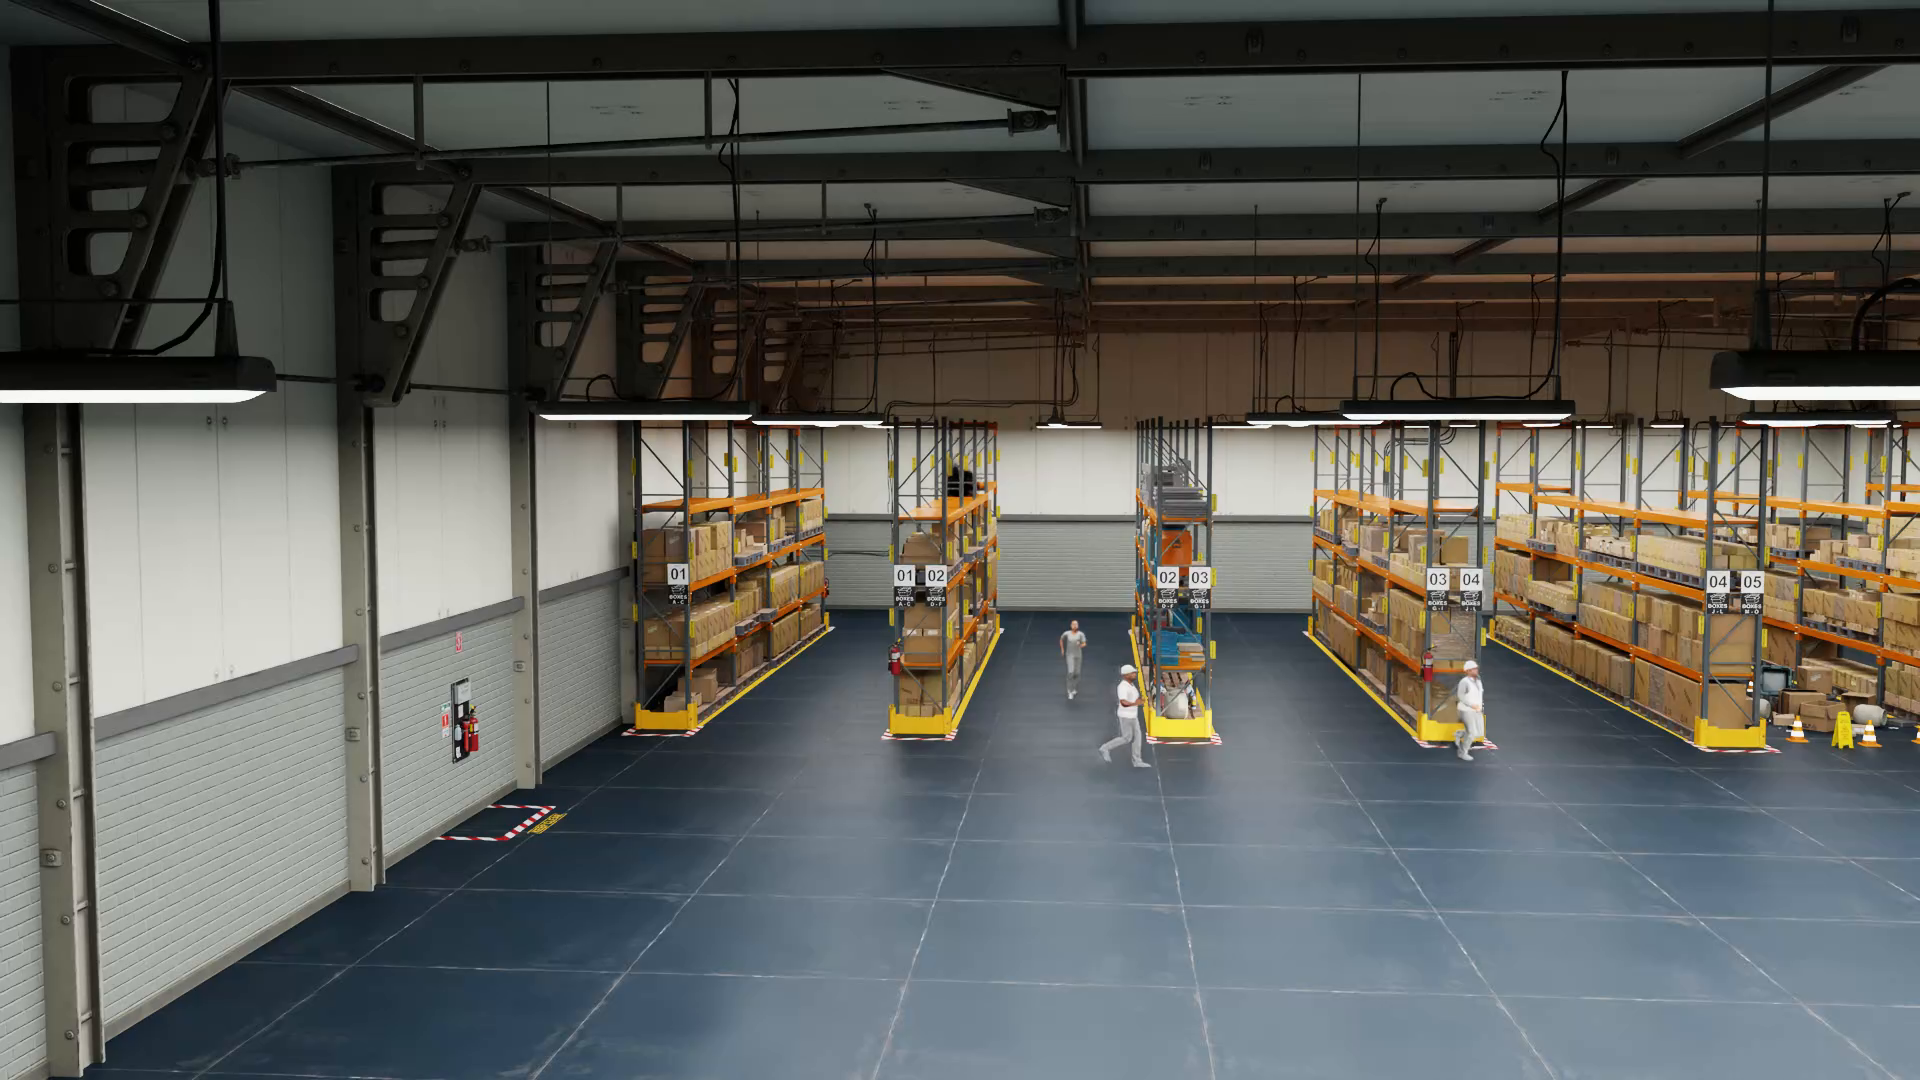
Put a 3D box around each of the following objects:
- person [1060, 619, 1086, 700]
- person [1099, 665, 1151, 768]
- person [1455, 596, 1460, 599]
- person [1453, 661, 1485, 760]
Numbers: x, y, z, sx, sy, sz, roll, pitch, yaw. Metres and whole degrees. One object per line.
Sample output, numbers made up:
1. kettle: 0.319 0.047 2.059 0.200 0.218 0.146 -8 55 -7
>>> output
1. person: 2.440 2.553 35.766 0.531 1.720 0.738 0 4 -7
2. person: 2.815 2.987 28.253 0.882 1.747 0.718 1 4 19
3. person: 13.950 1.894 46.951 0.598 1.547 0.626 -3 5 -41
4. person: 8.916 2.968 29.076 0.686 1.738 0.650 -3 5 -40
